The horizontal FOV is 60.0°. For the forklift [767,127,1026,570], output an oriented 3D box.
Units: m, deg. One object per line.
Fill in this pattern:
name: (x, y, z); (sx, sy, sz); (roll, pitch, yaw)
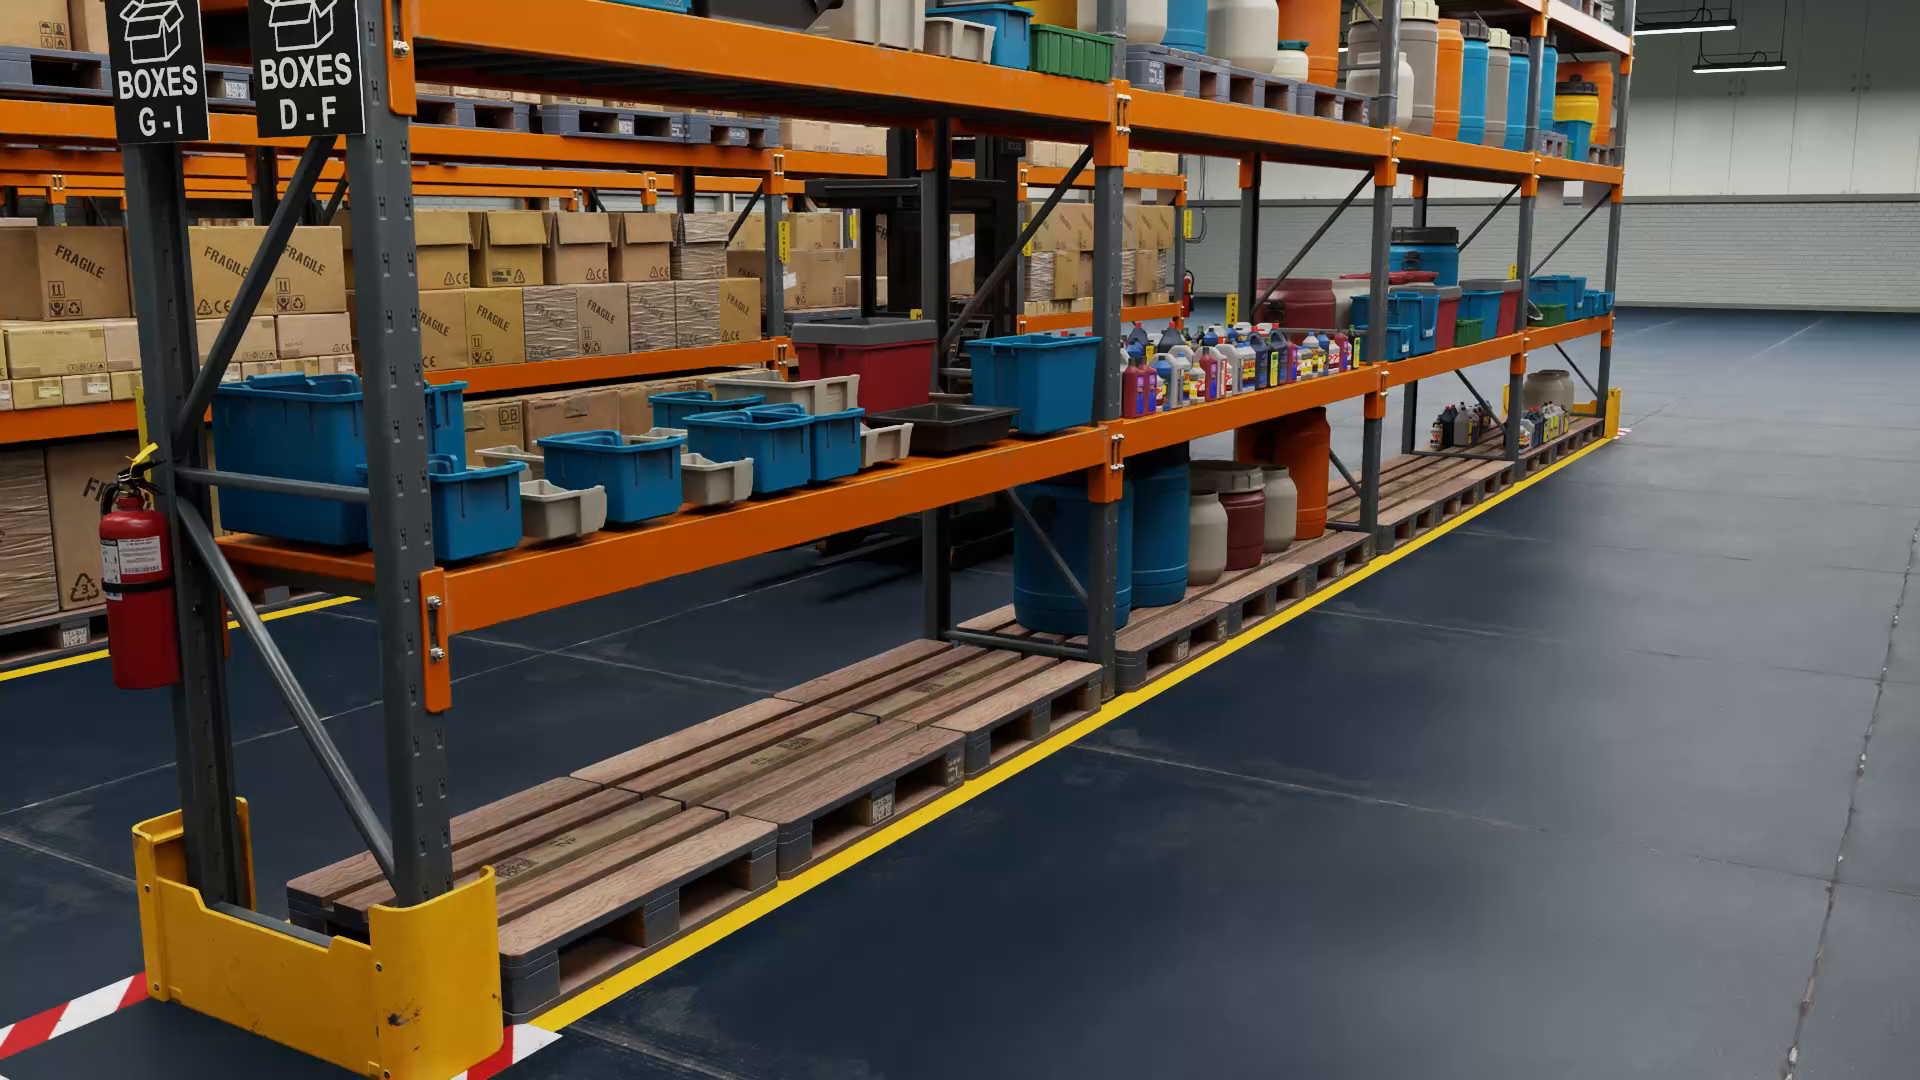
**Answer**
forklift: (-0.325, -1.341, 11.069); (1.130, 2.935, 3.031); (6, 12, 30)

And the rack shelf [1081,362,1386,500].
rack shelf: (1.312, -0.725, 9.545); (1.077, 0.370, 4.000); (6, 12, 31)

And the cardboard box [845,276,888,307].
cardboard box: (-0.816, -2.241, 14.952); (0.500, 0.250, 0.500); (6, 12, 29)

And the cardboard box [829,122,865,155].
cardboard box: (-1.154, -3.397, 14.120); (0.500, 0.250, 0.500); (7, 13, 32)

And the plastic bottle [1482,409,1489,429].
plastic bottle: (5.243, -1.221, 16.646); (0.097, 0.201, 0.097); (0, 11, 0)

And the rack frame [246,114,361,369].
rack frame: (-3.959, -1.237, 10.326); (1.000, 3.000, 0.127); (6, 12, 31)

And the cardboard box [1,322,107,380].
cardboard box: (-4.762, -0.974, 8.519); (0.500, 0.250, 0.500); (6, 12, 30)

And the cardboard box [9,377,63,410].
cardboard box: (-4.772, -0.751, 8.412); (0.380, 0.149, 0.250); (6, 12, 29)

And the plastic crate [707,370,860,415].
plastic crate: (-0.676, -0.513, 6.615); (0.437, 0.282, 0.530); (6, 12, 31)

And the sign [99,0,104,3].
sign: (-2.281, -1.608, 4.439); (0.100, 0.325, 0.005); (6, 12, 31)

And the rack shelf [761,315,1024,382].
rack shelf: (-0.844, -1.827, 15.433); (1.077, 0.370, 4.000); (6, 12, 31)

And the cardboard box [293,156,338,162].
cardboard box: (-6.149, -3.766, 15.408); (0.500, 0.500, 0.500); (6, 12, 31)

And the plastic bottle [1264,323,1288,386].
plastic bottle: (1.793, -1.064, 9.533); (0.144, 0.351, 0.185); (6, 12, 31)

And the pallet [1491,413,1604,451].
pallet: (6.078, -1.137, 17.369); (1.003, 0.211, 1.213); (6, 12, 31)

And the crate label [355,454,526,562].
crate label: (-1.393, -0.090, 4.488); (0.416, 0.233, 0.303); (6, 12, 31)

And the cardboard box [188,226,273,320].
cardboard box: (-4.233, -1.502, 9.302); (0.500, 0.500, 0.500); (7, 12, 31)

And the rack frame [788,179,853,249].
rack frame: (-1.916, -3.614, 23.023); (1.000, 3.000, 0.127); (6, 12, 31)

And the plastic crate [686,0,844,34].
plastic crate: (-0.775, -1.793, 5.311); (0.504, 0.338, 0.767); (6, 12, 31)

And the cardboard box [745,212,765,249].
cardboard box: (-2.919, -3.898, 21.196); (0.875, 0.550, 0.500); (6, 12, 31)

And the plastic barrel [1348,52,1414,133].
plastic barrel: (2.774, -2.942, 10.977); (0.421, 0.512, 0.421); (0, 11, 0)

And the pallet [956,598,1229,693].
pallet: (0.710, 0.489, 8.682); (1.003, 0.211, 1.213); (6, 12, 31)

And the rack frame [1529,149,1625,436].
rack frame: (6.504, -2.651, 17.880); (1.000, 3.000, 0.127); (6, 12, 31)

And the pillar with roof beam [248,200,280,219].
pillar with roof beam: (-7.896, -7.059, 25.120); (9.100, 9.000, 0.400); (6, 12, 31)

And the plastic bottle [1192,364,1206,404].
plastic bottle: (1.214, -0.807, 8.566); (0.097, 0.201, 0.097); (0, 11, 0)

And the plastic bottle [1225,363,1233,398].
plastic bottle: (1.404, -0.864, 8.873); (0.097, 0.201, 0.097); (0, 11, 0)

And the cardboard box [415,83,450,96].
cardboard box: (-3.667, -3.059, 10.495); (0.700, 0.500, 0.500); (7, 13, 32)

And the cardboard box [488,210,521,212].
cardboard box: (-6.724, -4.488, 23.893); (0.700, 0.500, 0.500); (6, 12, 30)

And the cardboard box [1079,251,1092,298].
cardboard box: (0.944, -2.919, 18.230); (0.875, 0.500, 0.500); (6, 12, 31)

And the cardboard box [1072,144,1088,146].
cardboard box: (1.169, -4.279, 17.747); (0.380, 0.149, 0.250); (6, 12, 30)

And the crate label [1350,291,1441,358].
crate label: (3.097, -1.541, 11.852); (0.502, 0.435, 0.616); (6, 12, 31)

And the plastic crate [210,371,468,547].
plastic crate: (-1.789, -0.252, 4.806); (0.616, 0.435, 0.499); (6, 12, 31)

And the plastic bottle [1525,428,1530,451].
plastic bottle: (5.073, -0.903, 14.951); (0.097, 0.201, 0.097); (0, 11, 0)

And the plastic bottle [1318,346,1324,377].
plastic bottle: (2.158, -1.093, 10.093); (0.097, 0.201, 0.097); (0, 11, 0)

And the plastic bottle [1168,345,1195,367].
plastic bottle: (1.190, -0.900, 8.860); (0.152, 0.276, 0.135); (6, 12, 31)

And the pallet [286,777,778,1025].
pallet: (-1.342, 1.110, 5.368); (1.003, 0.211, 1.213); (6, 12, 31)

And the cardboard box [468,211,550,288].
cardboard box: (-3.269, -1.988, 11.336); (0.797, 0.503, 0.637); (7, 12, 31)

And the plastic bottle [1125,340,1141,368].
plastic bottle: (0.960, -0.979, 9.297); (0.097, 0.271, 0.097); (0, 11, 0)

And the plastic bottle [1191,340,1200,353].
plastic bottle: (1.457, -1.149, 10.395); (0.097, 0.201, 0.097); (0, 11, 0)

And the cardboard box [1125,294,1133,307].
cardboard box: (1.775, -2.780, 19.249); (0.380, 0.149, 0.250); (6, 12, 31)

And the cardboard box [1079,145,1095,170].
cardboard box: (1.184, -4.103, 17.891); (0.500, 0.250, 0.500); (6, 12, 28)

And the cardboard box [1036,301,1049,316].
cardboard box: (0.704, -2.415, 17.301); (0.380, 0.149, 0.250); (6, 12, 31)

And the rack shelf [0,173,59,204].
rack shelf: (-11.391, -3.619, 16.854); (1.077, 0.370, 4.000); (6, 12, 31)

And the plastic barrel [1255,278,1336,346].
plastic barrel: (2.332, -1.562, 11.691); (0.600, 0.536, 0.708); (6, 12, 31)

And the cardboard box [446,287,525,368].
cardboard box: (-3.247, -1.414, 10.999); (0.500, 0.500, 0.500); (6, 12, 31)

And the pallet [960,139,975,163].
pallet: (-0.217, -3.791, 16.324); (1.213, 0.211, 1.003); (6, 12, 31)

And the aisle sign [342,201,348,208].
aisle sign: (-10.158, -5.805, 27.660); (0.394, 0.787, 0.004); (6, 12, 31)

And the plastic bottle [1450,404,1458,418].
plastic bottle: (4.615, -1.096, 15.572); (0.144, 0.351, 0.185); (6, 12, 28)

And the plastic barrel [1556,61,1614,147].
plastic barrel: (6.360, -4.455, 17.052); (0.600, 0.830, 0.708); (6, 12, 31)

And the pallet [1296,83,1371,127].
pallet: (1.870, -2.664, 10.308); (1.003, 0.211, 1.213); (6, 12, 31)

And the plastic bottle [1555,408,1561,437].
plastic bottle: (5.699, -1.139, 16.009); (0.152, 0.276, 0.135); (6, 12, 29)

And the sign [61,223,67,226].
sign: (-9.876, -3.330, 18.357); (0.100, 0.325, 0.005); (6, 12, 31)

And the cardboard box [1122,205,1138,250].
cardboard box: (1.680, -3.544, 18.849); (0.500, 0.500, 0.500); (6, 12, 31)

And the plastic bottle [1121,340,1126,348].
plastic bottle: (0.844, -0.990, 9.345); (0.152, 0.276, 0.135); (6, 12, 31)
